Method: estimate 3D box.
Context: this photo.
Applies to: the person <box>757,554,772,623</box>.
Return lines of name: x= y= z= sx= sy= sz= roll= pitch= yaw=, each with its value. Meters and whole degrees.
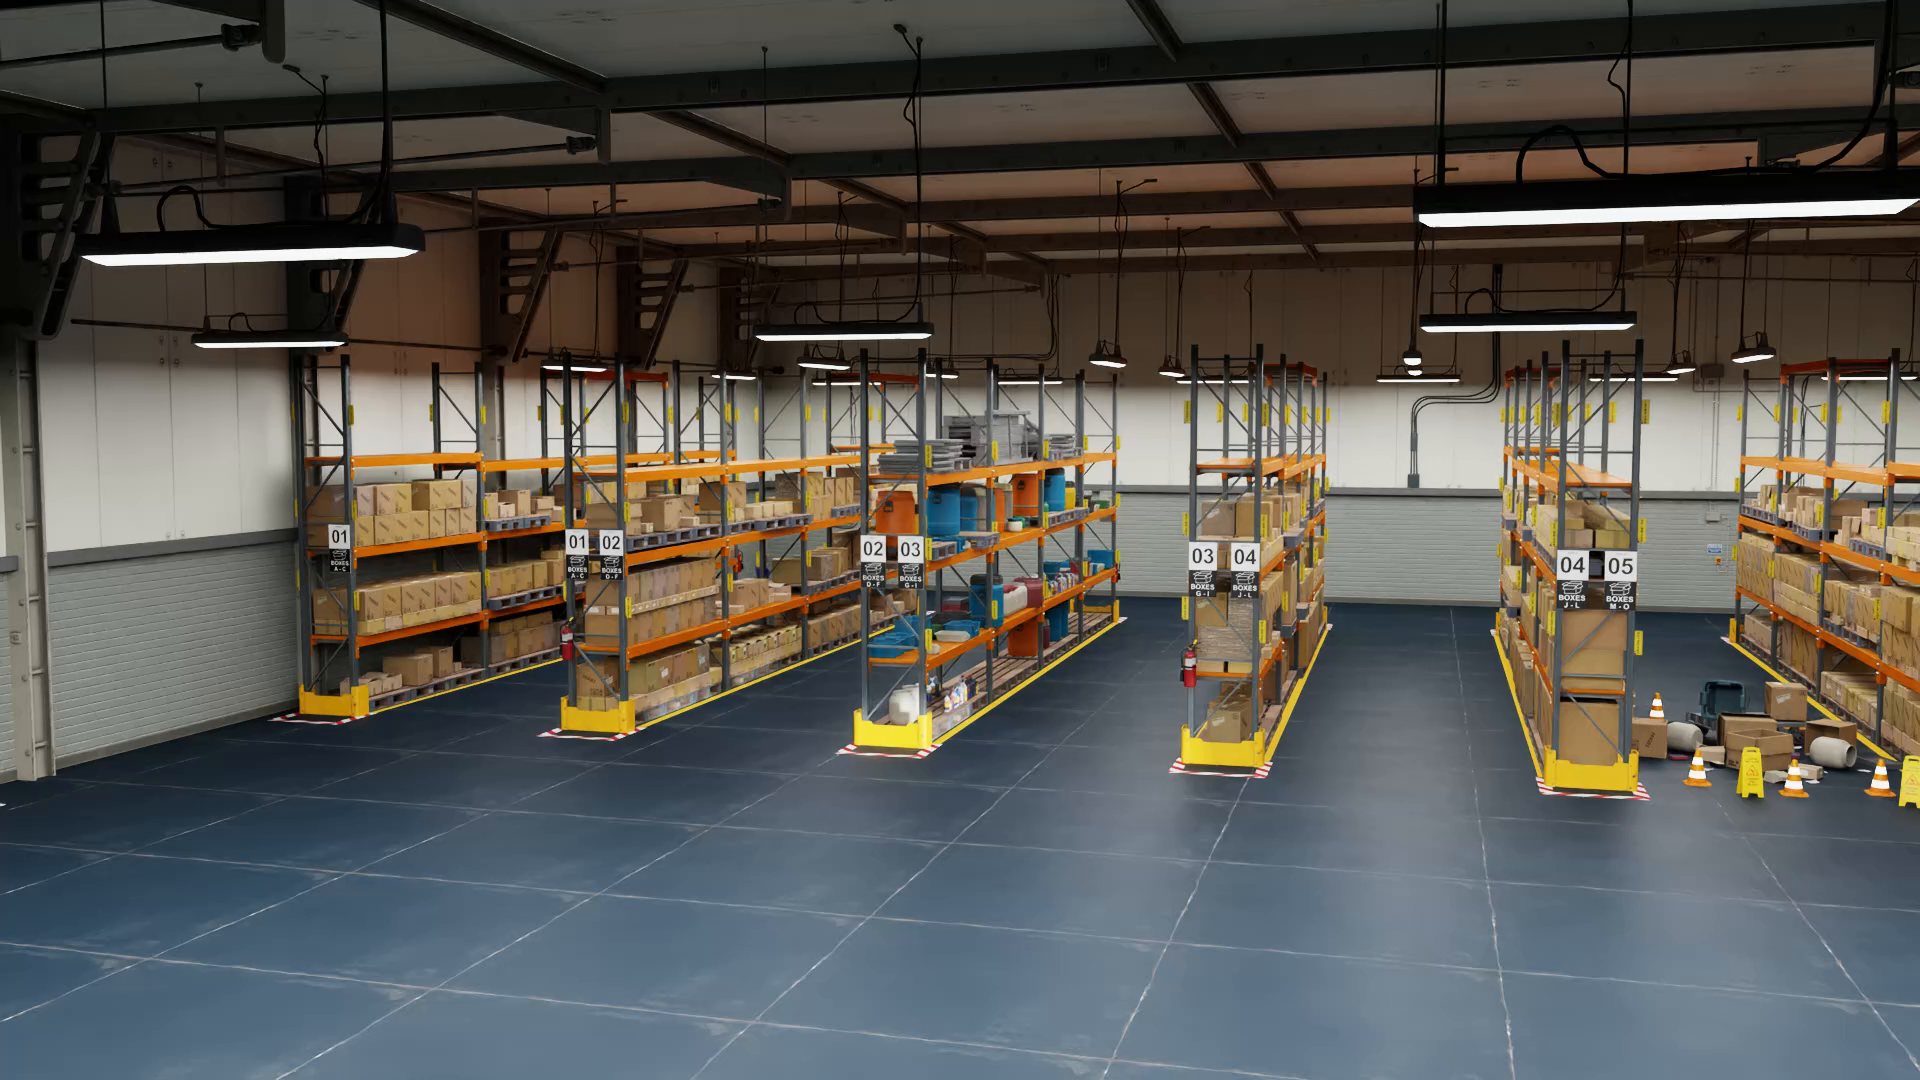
person: x=-4.798 y=1.171 z=40.348 sx=0.384 sy=1.715 sz=0.539 roll=-2 pitch=5 yaw=-29
